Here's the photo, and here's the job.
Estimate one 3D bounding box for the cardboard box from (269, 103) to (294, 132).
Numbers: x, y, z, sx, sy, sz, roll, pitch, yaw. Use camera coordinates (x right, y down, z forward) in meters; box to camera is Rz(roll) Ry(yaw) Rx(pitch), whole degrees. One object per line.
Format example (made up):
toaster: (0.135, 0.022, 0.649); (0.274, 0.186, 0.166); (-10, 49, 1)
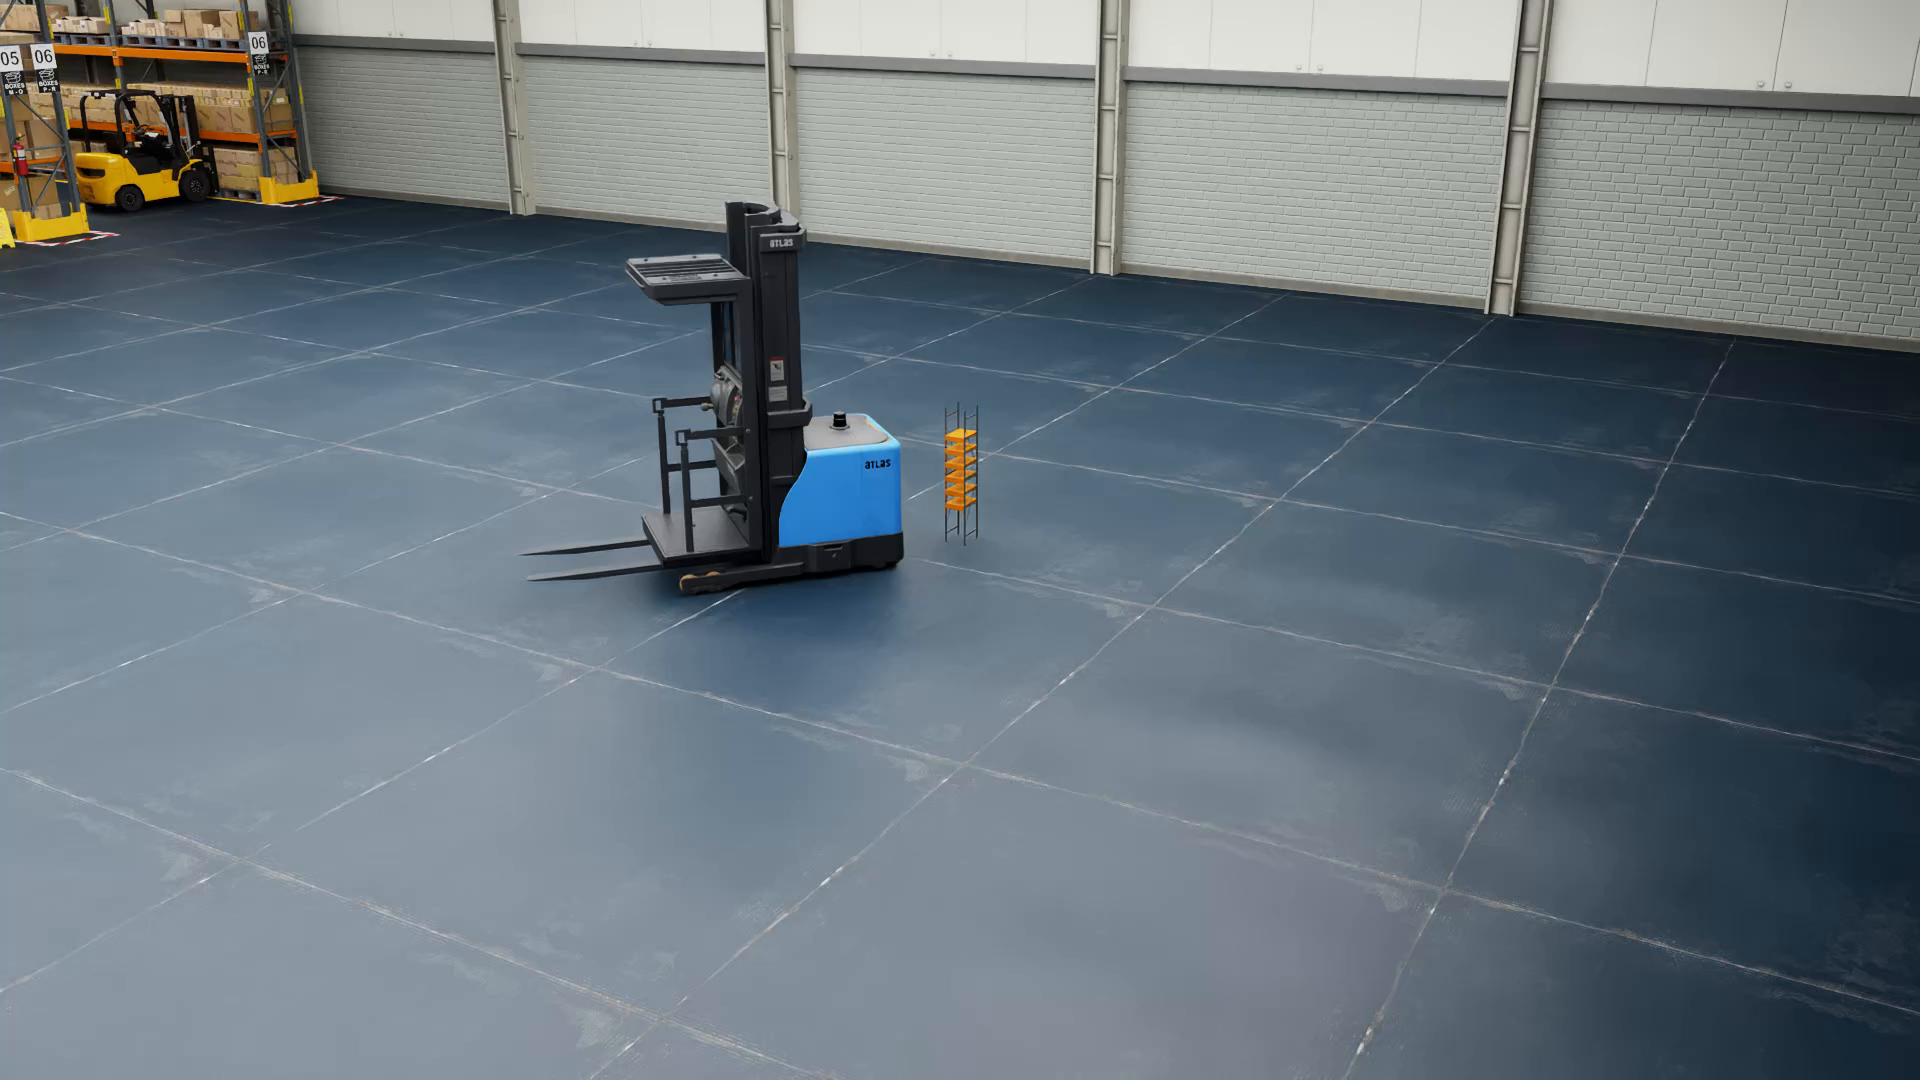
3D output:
cardboard box: (-13.582, -8.378, 32.916); (0.500, 0.500, 0.500); (12, 23, 29)

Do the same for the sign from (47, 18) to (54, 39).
sign: (-15.438, -8.670, 28.187); (0.005, 0.325, 0.100); (11, 23, 27)

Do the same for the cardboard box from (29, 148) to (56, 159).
cardboard box: (-15.898, -6.688, 28.771); (0.250, 0.149, 0.380); (11, 23, 28)

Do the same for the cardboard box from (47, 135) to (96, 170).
cardboard box: (-19.157, -8.363, 35.889); (0.625, 0.625, 0.875); (12, 23, 29)

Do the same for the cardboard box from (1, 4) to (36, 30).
cardboard box: (-19.756, -11.005, 34.996); (0.500, 0.500, 0.500); (11, 23, 28)

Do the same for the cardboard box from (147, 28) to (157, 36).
cardboard box: (-15.863, -10.075, 32.947); (0.250, 0.149, 0.380); (12, 23, 29)

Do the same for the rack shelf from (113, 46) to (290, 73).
rack shelf: (-15.031, -9.570, 33.006); (4.000, 0.370, 1.077); (11, 23, 27)

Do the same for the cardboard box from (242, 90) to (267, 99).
cardboard box: (-13.701, -8.654, 32.291); (0.250, 0.149, 0.380); (11, 23, 27)

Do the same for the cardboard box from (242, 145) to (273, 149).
cardboard box: (-14.050, -7.759, 33.306); (0.500, 0.250, 0.500); (11, 23, 27)

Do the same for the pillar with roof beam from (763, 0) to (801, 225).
pillar with roof beam: (-5.077, -8.093, 23.479); (0.400, 9.000, 9.100); (11, 23, 27)

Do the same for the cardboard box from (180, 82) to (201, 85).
cardboard box: (-15.666, -9.243, 33.912); (0.250, 0.149, 0.380); (10, 22, 26)

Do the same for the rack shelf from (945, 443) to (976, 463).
rack shelf: (0.013, -0.745, 14.087); (0.180, 0.103, 0.258); (11, 23, 27)

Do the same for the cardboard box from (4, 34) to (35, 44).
cardboard box: (-15.913, -8.474, 28.128); (0.250, 0.149, 0.380); (11, 22, 27)

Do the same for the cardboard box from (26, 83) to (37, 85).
cardboard box: (-19.901, -9.664, 35.509); (0.250, 0.149, 0.380); (11, 23, 28)

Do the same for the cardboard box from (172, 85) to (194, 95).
cardboard box: (-15.480, -8.991, 33.218); (0.250, 0.149, 0.380); (11, 23, 27)

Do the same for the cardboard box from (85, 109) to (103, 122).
cardboard box: (-17.786, -8.848, 34.579); (0.500, 0.250, 0.500); (11, 22, 27)

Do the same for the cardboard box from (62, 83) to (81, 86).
cardboard box: (-18.969, -9.696, 35.599); (0.250, 0.149, 0.380); (11, 22, 27)

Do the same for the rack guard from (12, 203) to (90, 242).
rack guard: (-15.769, -5.525, 28.864); (0.348, 0.500, 1.175); (11, 23, 27)

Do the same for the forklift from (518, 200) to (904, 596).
forklift: (-2.039, -1.140, 13.209); (3.031, 2.935, 1.130); (-7, 21, -19)

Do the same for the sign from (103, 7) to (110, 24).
sign: (-17.033, -10.469, 33.209); (0.005, 0.325, 0.100); (11, 23, 27)

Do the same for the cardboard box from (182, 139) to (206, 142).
cardboard box: (-15.804, -8.102, 34.252); (0.500, 0.250, 0.500); (10, 22, 27)

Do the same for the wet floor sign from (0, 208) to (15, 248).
wet floor sign: (-16.059, -5.231, 27.839); (0.267, 0.644, 0.232); (-16, 26, -38)

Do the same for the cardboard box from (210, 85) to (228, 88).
cardboard box: (-14.811, -9.043, 33.361); (0.250, 0.149, 0.380); (11, 23, 28)

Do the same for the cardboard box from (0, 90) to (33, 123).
cardboard box: (-16.255, -7.364, 28.219); (0.500, 0.500, 0.700); (10, 22, 26)

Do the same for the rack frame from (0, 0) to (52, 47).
rack frame: (-15.703, -9.508, 27.379); (0.127, 3.000, 1.000); (11, 23, 27)

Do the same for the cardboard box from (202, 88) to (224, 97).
cardboard box: (-14.635, -8.796, 32.680); (0.250, 0.149, 0.380); (11, 23, 29)

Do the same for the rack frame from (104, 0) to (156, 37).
rack frame: (-16.777, -11.651, 33.289); (0.127, 3.000, 1.000); (11, 23, 27)

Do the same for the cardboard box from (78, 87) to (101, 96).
cardboard box: (-18.098, -9.334, 34.601); (0.250, 0.149, 0.380); (10, 22, 26)

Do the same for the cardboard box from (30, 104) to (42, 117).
cardboard box: (-19.564, -9.194, 35.532); (0.500, 0.250, 0.500); (10, 22, 26)

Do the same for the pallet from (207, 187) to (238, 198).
pallet: (-15.034, -7.173, 33.830); (1.213, 0.211, 1.003); (11, 23, 27)

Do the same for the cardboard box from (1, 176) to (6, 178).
cardboard box: (-16.986, -6.086, 29.062); (0.500, 0.500, 0.500); (12, 23, 29)

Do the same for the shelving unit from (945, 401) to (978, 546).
shelving unit: (0.013, -0.562, 14.154); (0.189, 1.200, 0.258); (11, 23, 27)

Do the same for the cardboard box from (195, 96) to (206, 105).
cardboard box: (-14.856, -8.698, 32.847); (0.250, 0.149, 0.380); (11, 23, 28)

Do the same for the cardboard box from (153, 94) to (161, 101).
cardboard box: (-15.980, -8.911, 33.434); (0.250, 0.149, 0.380); (11, 23, 28)

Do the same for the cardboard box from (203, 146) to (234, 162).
cardboard box: (-14.733, -7.689, 33.112); (0.500, 0.250, 0.500); (11, 23, 28)

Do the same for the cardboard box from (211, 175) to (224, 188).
cardboard box: (-14.711, -7.226, 33.304); (0.500, 0.250, 0.500); (11, 23, 28)

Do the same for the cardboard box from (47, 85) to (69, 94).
cardboard box: (-19.003, -9.496, 35.047); (0.250, 0.149, 0.380); (11, 23, 28)

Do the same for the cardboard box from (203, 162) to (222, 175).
cardboard box: (-14.756, -7.460, 33.215); (0.500, 0.250, 0.500); (10, 22, 26)

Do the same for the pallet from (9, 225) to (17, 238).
pallet: (-16.461, -5.535, 29.314); (1.213, 0.211, 1.003); (11, 23, 27)

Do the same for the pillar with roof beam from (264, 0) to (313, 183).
pillar with roof beam: (-15.553, -10.089, 28.981); (0.400, 9.000, 9.100); (11, 23, 27)

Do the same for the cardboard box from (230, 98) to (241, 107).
cardboard box: (-13.962, -8.526, 32.372); (0.250, 0.149, 0.380); (11, 23, 28)

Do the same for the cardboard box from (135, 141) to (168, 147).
cardboard box: (-16.508, -8.032, 34.059); (0.500, 0.250, 0.500); (10, 22, 26)

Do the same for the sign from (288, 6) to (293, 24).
sign: (-13.009, -10.188, 32.257); (0.005, 0.325, 0.100); (11, 23, 27)

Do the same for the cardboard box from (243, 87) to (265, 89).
cardboard box: (-13.924, -8.870, 32.886); (0.250, 0.149, 0.380); (11, 23, 28)

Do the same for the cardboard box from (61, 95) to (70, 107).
cardboard box: (-18.658, -9.261, 34.983); (0.500, 0.250, 0.500); (11, 23, 28)

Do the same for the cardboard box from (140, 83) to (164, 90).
cardboard box: (-16.363, -9.170, 33.712); (0.250, 0.149, 0.380); (11, 23, 28)

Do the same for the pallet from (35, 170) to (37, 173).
pallet: (-20.903, -8.321, 36.994); (1.213, 0.211, 1.003); (11, 23, 27)

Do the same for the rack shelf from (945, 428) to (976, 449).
rack shelf: (0.013, -0.858, 14.046); (0.180, 0.103, 0.258); (11, 23, 27)

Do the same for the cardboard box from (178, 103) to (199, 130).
cardboard box: (-15.183, -8.471, 33.172); (0.500, 0.500, 0.500); (11, 23, 28)

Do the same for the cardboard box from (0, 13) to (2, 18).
cardboard box: (-20.663, -11.358, 36.077); (0.250, 0.149, 0.380); (11, 23, 28)

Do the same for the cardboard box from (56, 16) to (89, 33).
cardboard box: (-18.198, -10.619, 34.210); (0.500, 0.311, 0.500); (10, 22, 25)

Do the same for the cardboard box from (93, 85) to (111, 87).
cardboard box: (-18.067, -9.533, 35.149); (0.250, 0.149, 0.380); (11, 22, 27)

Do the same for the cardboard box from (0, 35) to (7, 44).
cardboard box: (-16.142, -8.323, 27.711); (0.250, 0.149, 0.380); (11, 23, 28)

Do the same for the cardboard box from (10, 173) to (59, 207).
cardboard box: (-16.293, -6.165, 29.279); (0.500, 0.500, 0.500); (10, 22, 26)

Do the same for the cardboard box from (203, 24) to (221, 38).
cardboard box: (-14.378, -9.847, 32.148); (0.258, 0.266, 0.396); (11, 23, 27)
